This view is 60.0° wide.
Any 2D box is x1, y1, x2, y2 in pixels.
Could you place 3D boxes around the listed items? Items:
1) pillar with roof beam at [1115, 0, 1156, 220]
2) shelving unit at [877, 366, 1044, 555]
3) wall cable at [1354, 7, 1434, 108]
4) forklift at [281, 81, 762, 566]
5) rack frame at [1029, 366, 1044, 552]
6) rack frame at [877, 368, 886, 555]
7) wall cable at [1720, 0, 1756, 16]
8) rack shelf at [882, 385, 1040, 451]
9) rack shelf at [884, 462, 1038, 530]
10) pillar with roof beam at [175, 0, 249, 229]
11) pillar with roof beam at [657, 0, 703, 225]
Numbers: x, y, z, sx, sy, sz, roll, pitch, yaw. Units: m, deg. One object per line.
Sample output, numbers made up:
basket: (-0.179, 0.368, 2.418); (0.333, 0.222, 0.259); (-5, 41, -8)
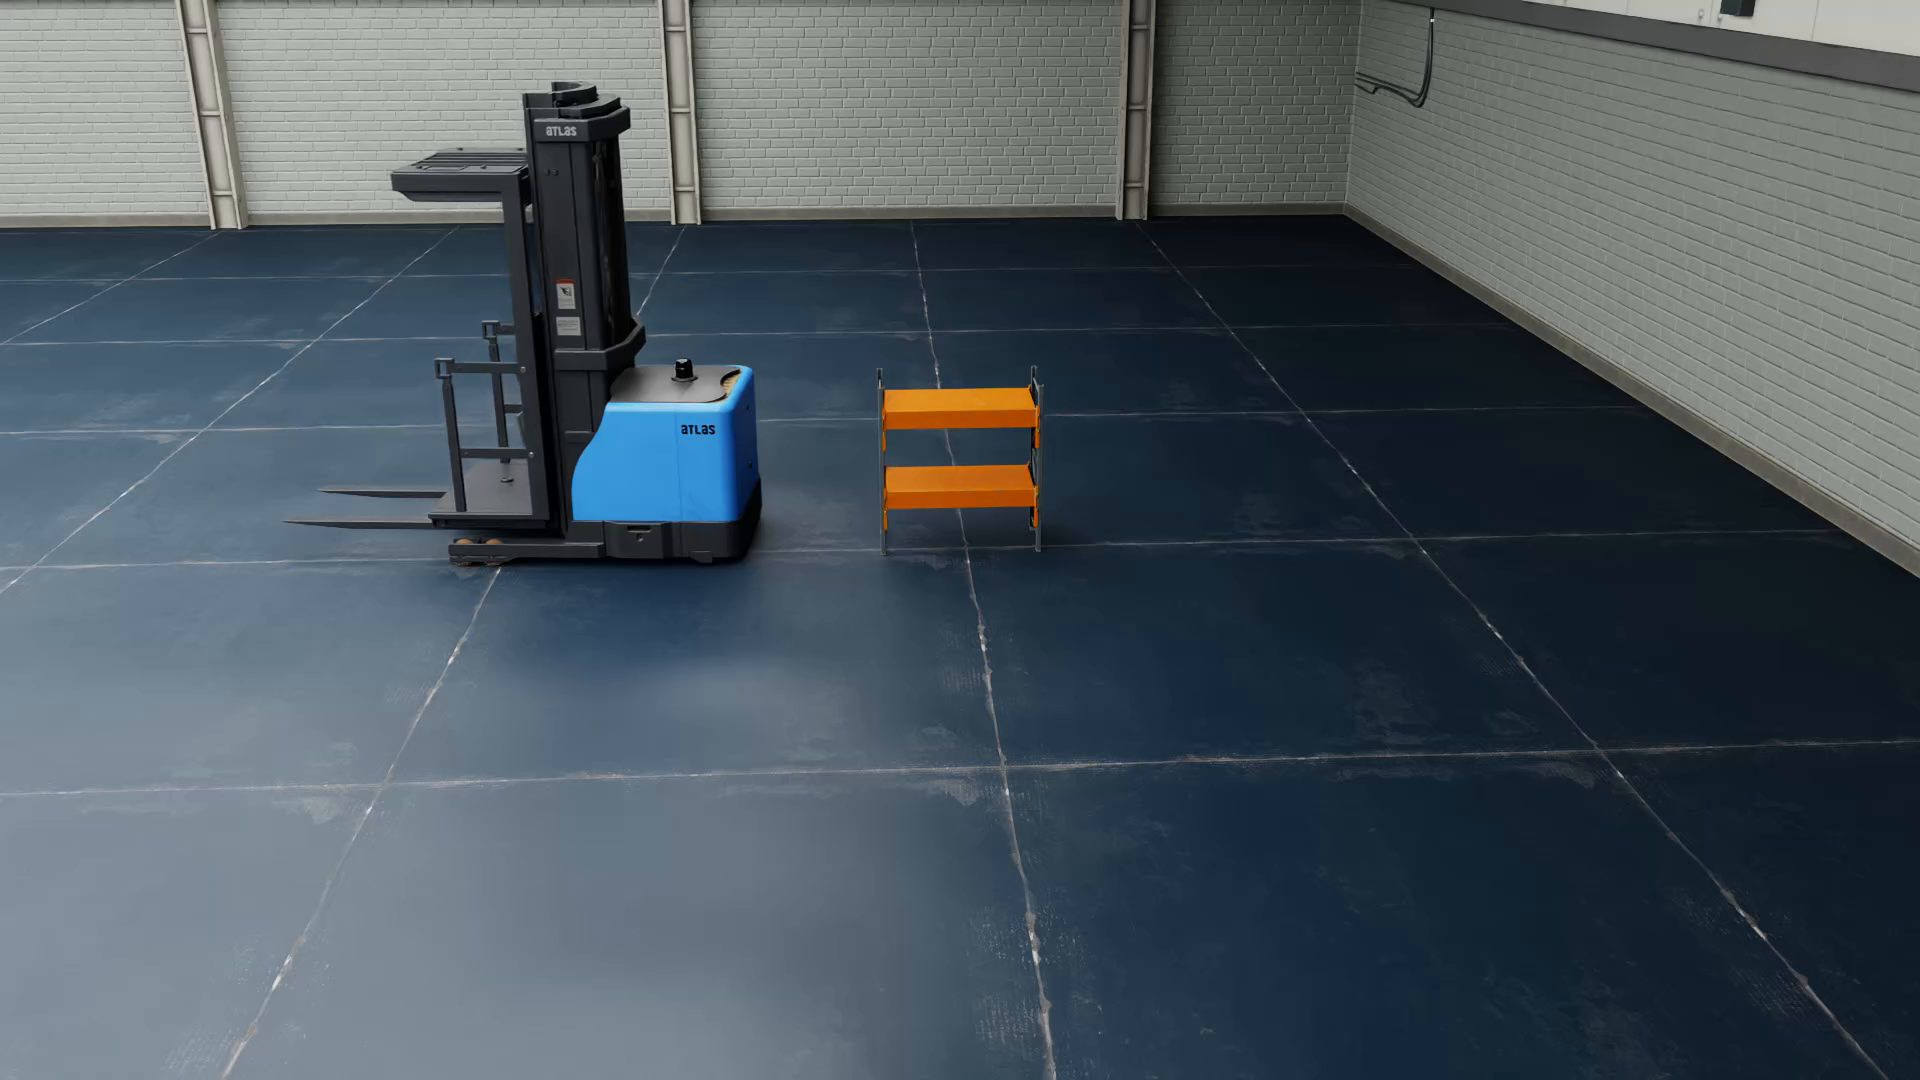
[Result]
pillar with roof beam: (2.577, -7.061, 17.021); (0.400, 9.000, 9.100); (-1, 21, -3)
shelving unit: (-0.007, -0.526, 10.920); (1.048, 1.125, 0.538); (-1, 21, -3)
wall cable: (5.348, -6.729, 20.513); (0.112, 2.526, 3.097); (-1, 21, -3)
forklift: (-2.897, -1.391, 10.654); (3.031, 2.935, 1.130); (1, 21, 1)
rack frame: (0.501, -0.536, 10.948); (0.032, 1.125, 0.500); (-1, 21, -3)
rack frame: (-0.514, -0.515, 10.893); (0.032, 1.125, 0.500); (-1, 21, -3)
wall cable: (5.874, -6.397, 10.497); (0.169, 6.003, 2.305); (-1, 21, -3)
rack shelf: (-0.007, -0.799, 10.816); (1.000, 0.278, 0.538); (-1, 21, -3)
rack shelf: (-0.007, -0.297, 11.007); (1.000, 0.278, 0.538); (-1, 21, -3)
pillar with roof beam: (-9.403, -6.817, 16.380); (0.400, 9.000, 9.100); (-1, 21, -3)
pillar with roof beam: (-3.413, -6.939, 16.700); (0.400, 9.000, 9.100); (-1, 21, -3)
